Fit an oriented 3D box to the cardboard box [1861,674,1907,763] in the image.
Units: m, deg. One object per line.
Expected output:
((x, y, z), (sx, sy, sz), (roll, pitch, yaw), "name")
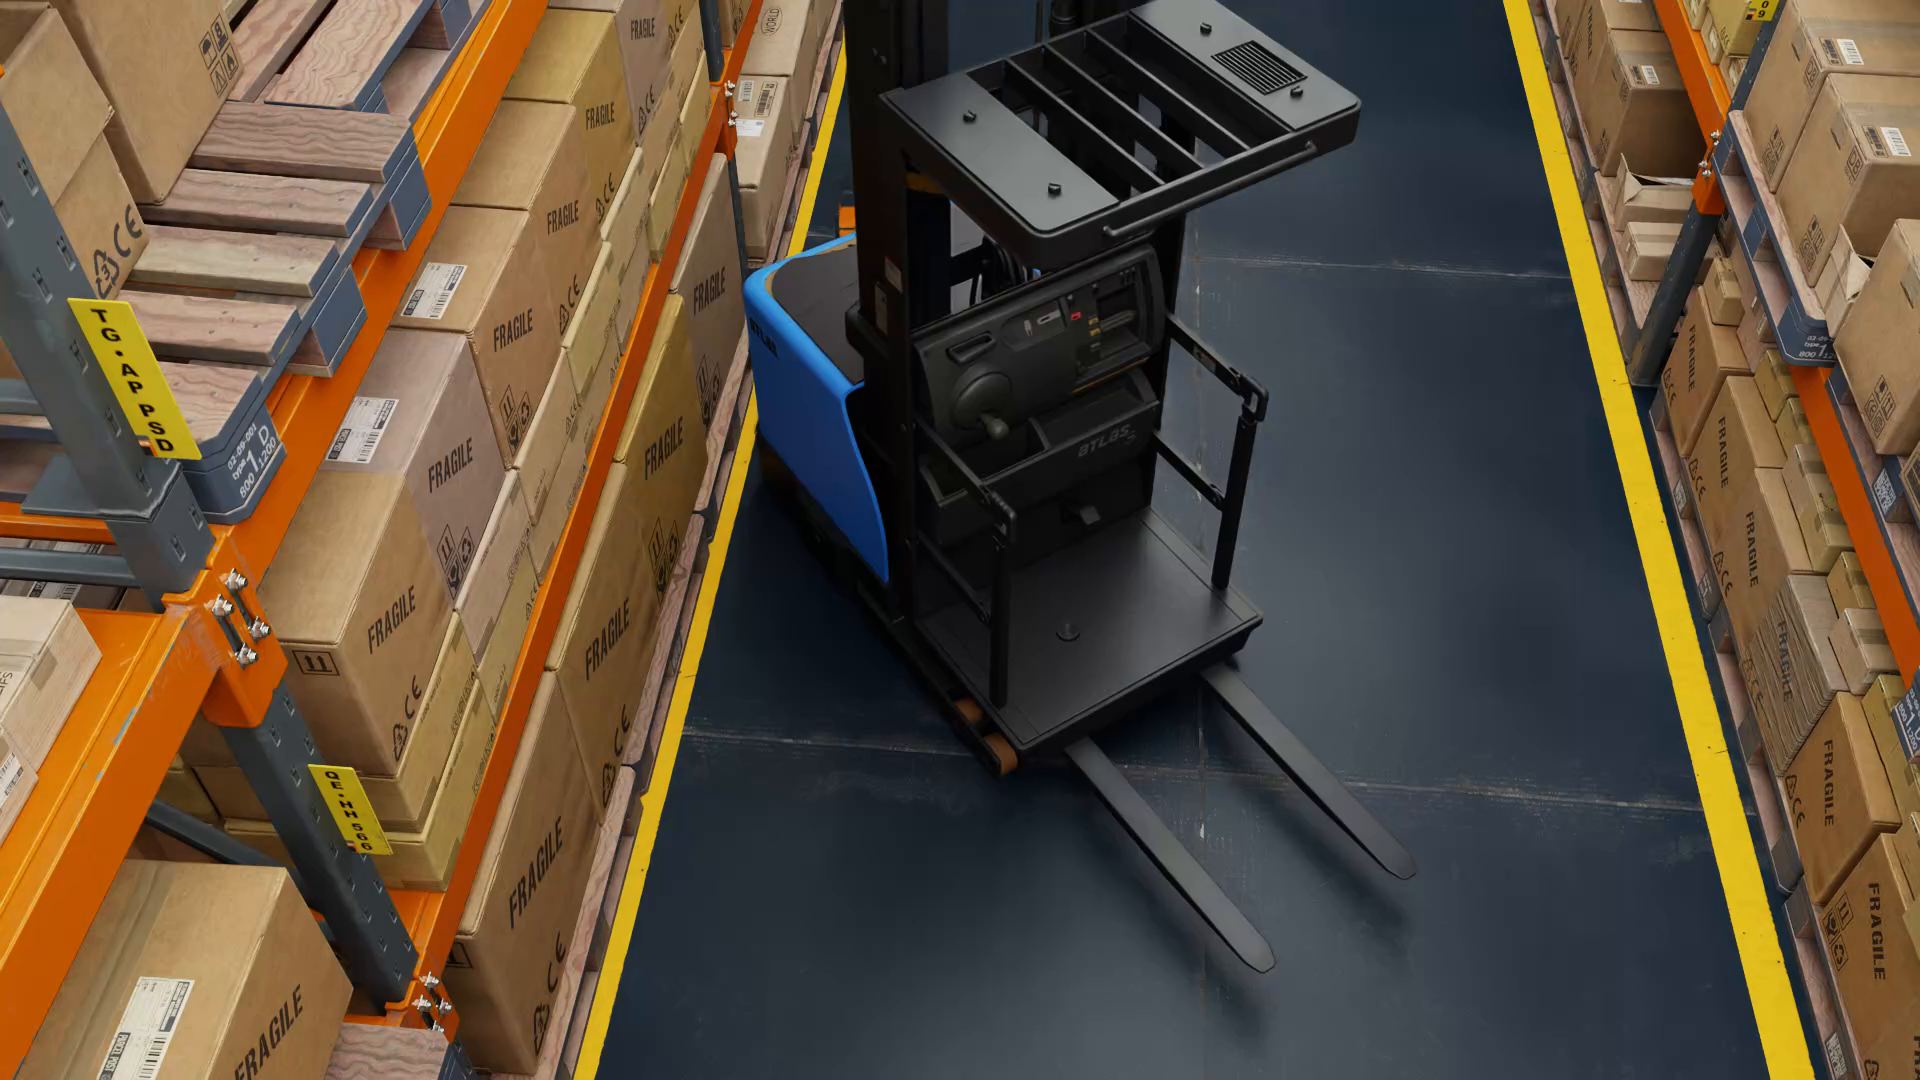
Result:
((3.069, 0.571, 5.191), (0.380, 0.149, 0.250), (3, 48, 3), "cardboard box")

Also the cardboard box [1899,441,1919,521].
((3.087, -0.153, 4.529), (0.797, 0.503, 0.637), (3, 48, 3), "cardboard box")

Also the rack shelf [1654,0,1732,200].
((3.669, -2.931, 7.912), (1.077, 0.370, 4.000), (4, 48, 4), "rack shelf")

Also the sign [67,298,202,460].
((-1.281, -0.245, 2.584), (0.100, 0.325, 0.005), (4, 48, 4), "sign")

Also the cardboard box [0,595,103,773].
((-1.641, 0.222, 2.678), (0.380, 0.149, 0.250), (4, 48, 4), "cardboard box")

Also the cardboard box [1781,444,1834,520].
((3.158, -0.194, 5.890), (0.380, 0.149, 0.250), (4, 48, 3), "cardboard box")

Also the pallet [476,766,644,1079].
((-1.674, 1.271, 5.471), (1.003, 0.211, 1.213), (4, 48, 4), "pallet")

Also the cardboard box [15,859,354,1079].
((-1.586, 0.981, 3.292), (0.500, 0.500, 0.500), (3, 48, 2), "cardboard box")

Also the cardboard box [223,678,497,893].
((-1.526, 0.612, 4.285), (0.500, 0.250, 0.500), (3, 48, 3), "cardboard box")

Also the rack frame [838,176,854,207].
((-0.392, -1.105, 7.075), (0.200, 1.050, 0.008), (0, 48, 0), "rack frame")

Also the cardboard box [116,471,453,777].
((-1.533, 0.187, 3.827), (0.500, 0.500, 0.500), (2, 48, 2), "cardboard box")

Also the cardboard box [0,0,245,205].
((-1.920, -1.024, 3.295), (0.700, 0.500, 0.500), (2, 48, 2), "cardboard box")

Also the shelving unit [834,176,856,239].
((-0.393, -1.015, 6.993), (0.215, 1.050, 0.252), (0, 48, 0), "shelving unit")

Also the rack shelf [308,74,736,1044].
((-1.639, -0.323, 5.526), (1.077, 0.370, 4.000), (4, 48, 4), "rack shelf")

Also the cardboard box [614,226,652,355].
((-1.359, -0.894, 5.663), (0.500, 0.250, 0.500), (3, 48, 2), "cardboard box")

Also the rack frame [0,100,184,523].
((-1.821, -1.121, 1.703), (1.000, 3.000, 0.127), (4, 48, 4), "rack frame")

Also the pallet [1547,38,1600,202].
((3.659, -2.167, 8.615), (1.003, 0.211, 1.213), (4, 48, 4), "pallet")

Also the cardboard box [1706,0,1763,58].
((3.290, -2.145, 6.605), (0.500, 0.250, 0.500), (5, 48, 5), "cardboard box")

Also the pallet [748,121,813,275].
((-1.309, -1.648, 8.140), (1.003, 0.211, 1.213), (4, 48, 4), "pallet")

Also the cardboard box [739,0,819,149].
((-1.211, -2.424, 8.412), (0.875, 0.438, 0.875), (3, 48, 2), "cardboard box")

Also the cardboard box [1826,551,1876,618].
((3.137, 0.188, 5.541), (0.380, 0.149, 0.250), (4, 48, 4), "cardboard box")

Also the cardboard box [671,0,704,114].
((-1.255, -1.813, 6.164), (0.500, 0.250, 0.500), (4, 48, 3), "cardboard box")

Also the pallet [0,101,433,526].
((-1.815, -0.521, 3.315), (1.213, 0.211, 1.003), (6, 48, 5), "pallet")

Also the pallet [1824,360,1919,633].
((3.295, -0.129, 4.992), (1.003, 0.211, 1.213), (4, 48, 4), "pallet")

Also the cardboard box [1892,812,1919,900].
((2.977, 0.945, 4.849), (0.380, 0.149, 0.250), (2, 48, 2), "cardboard box")

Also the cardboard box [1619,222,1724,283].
((3.245, -1.313, 7.591), (0.380, 0.149, 0.250), (3, 48, 2), "cardboard box")

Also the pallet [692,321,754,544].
((-1.452, -0.522, 7.110), (1.003, 0.211, 1.213), (4, 48, 4), "pallet")

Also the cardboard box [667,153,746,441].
((-1.433, -0.999, 6.812), (0.875, 0.875, 0.875), (5, 48, 5), "cardboard box")

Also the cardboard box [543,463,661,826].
((-1.590, 0.322, 5.604), (0.875, 0.875, 0.875), (4, 48, 4), "cardboard box")

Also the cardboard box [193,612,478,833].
((-1.529, 0.430, 4.113), (0.500, 0.250, 0.500), (4, 48, 3), "cardboard box")

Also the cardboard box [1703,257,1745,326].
((3.189, -0.976, 6.605), (0.380, 0.149, 0.250), (6, 48, 5), "cardboard box")

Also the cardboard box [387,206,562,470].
((-1.434, -0.557, 4.508), (0.500, 0.500, 0.500), (5, 48, 5), "cardboard box")

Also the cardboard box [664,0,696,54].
((-1.247, -2.061, 5.883), (0.500, 0.500, 0.500), (5, 48, 5), "cardboard box")

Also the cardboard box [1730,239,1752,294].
((3.250, -1.072, 6.492), (0.380, 0.149, 0.250), (3, 48, 3), "cardboard box")

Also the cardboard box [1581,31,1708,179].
((3.490, -2.110, 8.083), (0.700, 0.500, 0.500), (2, 48, 2), "cardboard box")

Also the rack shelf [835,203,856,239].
((-0.393, -1.199, 6.791), (0.215, 0.259, 0.240), (0, 48, 0), "rack shelf")

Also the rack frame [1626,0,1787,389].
((3.487, -1.704, 6.302), (1.000, 3.000, 0.127), (4, 48, 4), "rack frame")

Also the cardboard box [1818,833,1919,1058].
((3.003, 1.245, 5.014), (0.500, 0.500, 0.500), (3, 48, 3), "cardboard box")

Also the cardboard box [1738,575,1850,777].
((3.077, 0.477, 5.716), (0.500, 0.500, 0.500), (2, 48, 2), "cardboard box")

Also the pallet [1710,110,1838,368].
((3.305, -1.060, 5.842), (1.003, 0.211, 1.213), (4, 48, 4), "pallet")

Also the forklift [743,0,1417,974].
((0.397, -0.544, 5.287), (1.130, 2.935, 3.031), (-26, 53, -22), "forklift")

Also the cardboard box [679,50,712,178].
((-1.246, -1.638, 6.343), (0.500, 0.250, 0.500), (3, 48, 3), "cardboard box")

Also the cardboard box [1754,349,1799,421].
((3.229, -0.577, 6.241), (0.380, 0.149, 0.250), (2, 48, 2), "cardboard box")

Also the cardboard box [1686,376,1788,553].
((3.180, -0.270, 6.400), (0.500, 0.500, 0.500), (3, 48, 3), "cardboard box")

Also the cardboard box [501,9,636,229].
((-1.353, -1.309, 5.195), (0.500, 0.500, 0.500), (5, 48, 5), "cardboard box")

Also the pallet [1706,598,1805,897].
((3.342, 0.736, 5.960), (1.003, 0.211, 1.213), (4, 48, 4), "pallet")

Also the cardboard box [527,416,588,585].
((-1.443, -0.152, 4.984), (0.500, 0.250, 0.500), (5, 48, 5), "cardboard box")

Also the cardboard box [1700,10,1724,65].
((3.267, -2.064, 6.801), (0.380, 0.149, 0.250), (5, 48, 5), "cardboard box")

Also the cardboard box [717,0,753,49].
((-1.153, -2.396, 6.867), (0.500, 0.500, 0.500), (5, 48, 5), "cardboard box")

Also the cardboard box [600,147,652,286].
((-1.334, -1.064, 5.479), (0.500, 0.250, 0.500), (5, 48, 4), "cardboard box")

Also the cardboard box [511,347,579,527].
((-1.423, -0.315, 4.794), (0.500, 0.250, 0.500), (4, 48, 3), "cardboard box")

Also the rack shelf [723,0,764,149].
((-1.274, -3.262, 8.214), (1.077, 0.370, 4.000), (4, 48, 4), "rack shelf")

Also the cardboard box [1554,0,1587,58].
((3.585, -2.873, 8.780), (0.700, 0.500, 0.500), (6, 48, 5), "cardboard box")

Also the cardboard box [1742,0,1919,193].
((3.220, -1.539, 5.799), (0.700, 0.500, 0.500), (5, 48, 5), "cardboard box")

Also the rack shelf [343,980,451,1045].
((-2.003, 2.616, 2.838), (1.077, 0.370, 4.000), (4, 48, 4), "rack shelf")

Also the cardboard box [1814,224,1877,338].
((2.978, -0.805, 5.286), (0.396, 0.266, 0.258), (6, 48, 5), "cardboard box")
